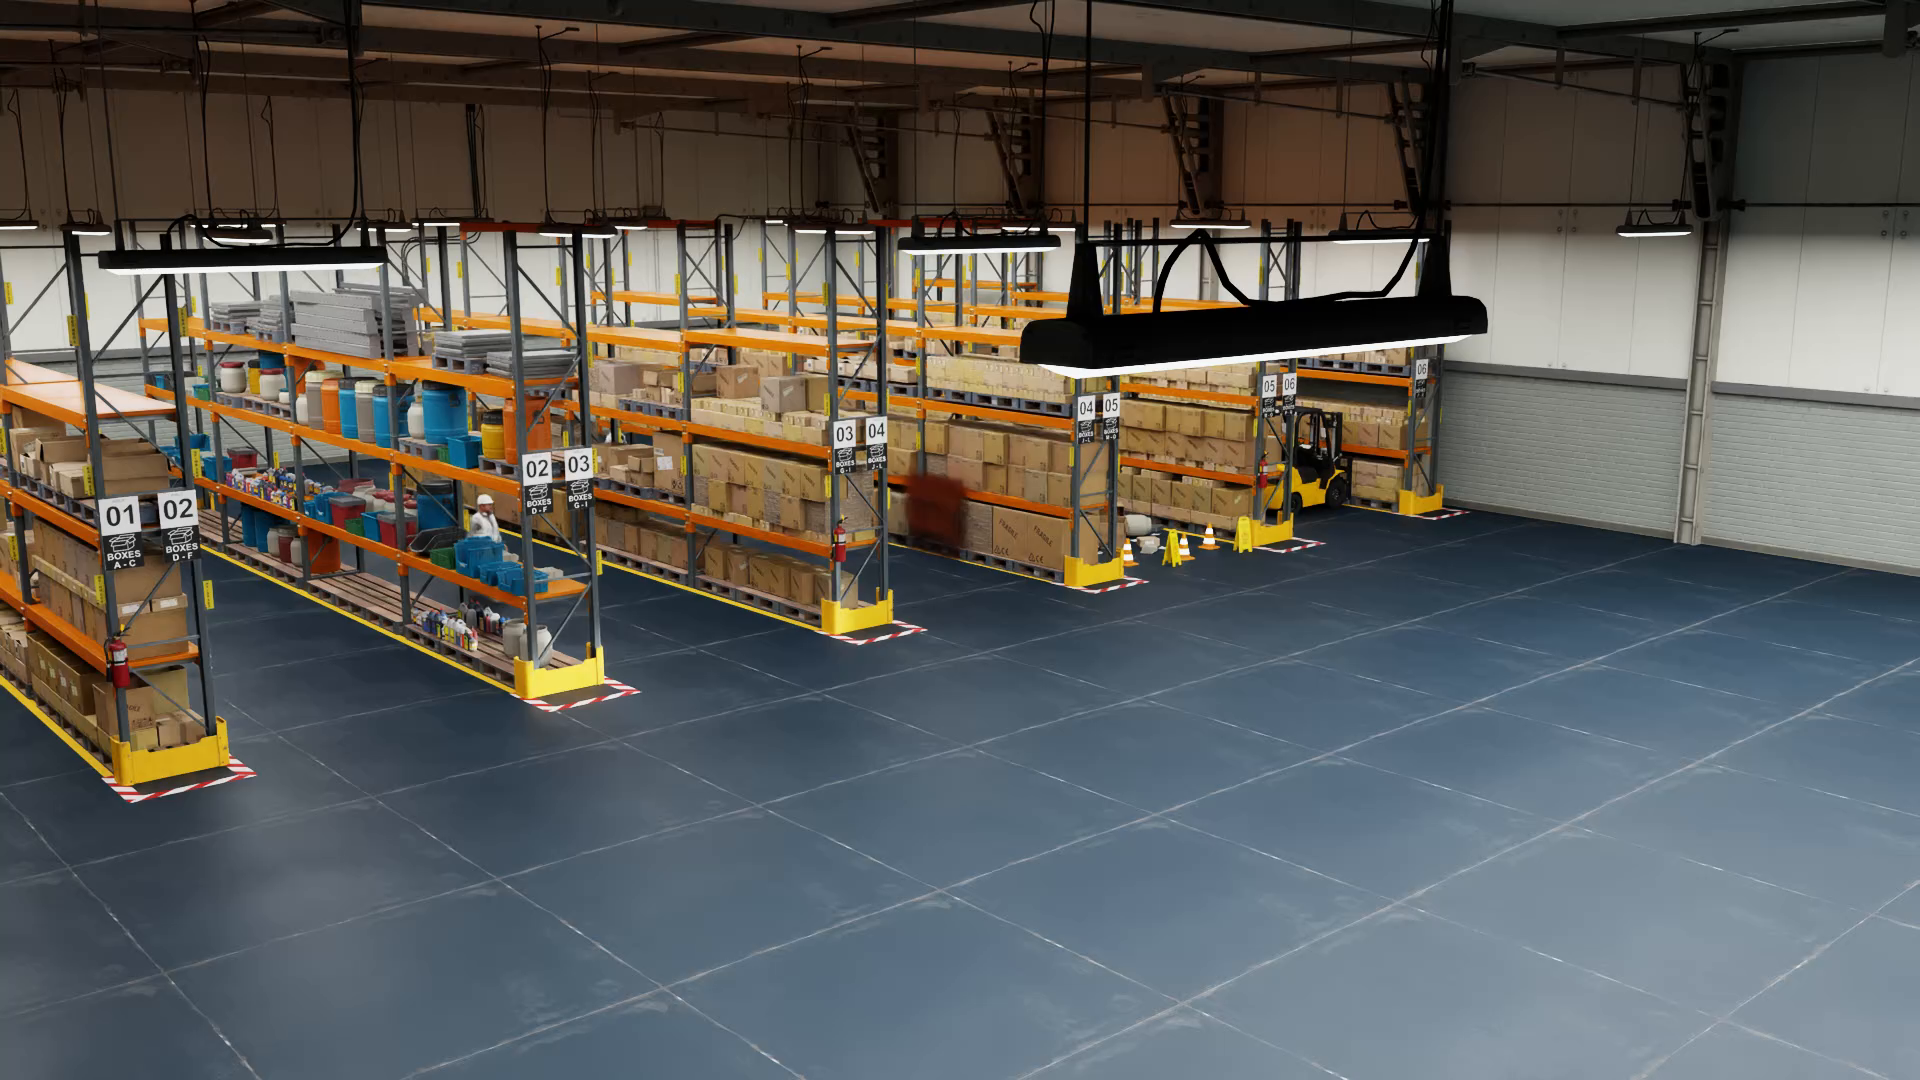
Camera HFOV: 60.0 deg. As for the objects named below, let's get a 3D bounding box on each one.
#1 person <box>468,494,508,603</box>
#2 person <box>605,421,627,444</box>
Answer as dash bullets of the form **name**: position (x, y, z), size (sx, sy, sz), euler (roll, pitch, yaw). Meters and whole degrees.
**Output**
- **person**: position (-7.667, 0.112, 26.867), size (1.031, 1.732, 0.619), euler (8, 14, 33)
- **person**: position (-7.557, -1.830, 36.744), size (0.529, 1.606, 1.015), euler (-11, 16, -43)
